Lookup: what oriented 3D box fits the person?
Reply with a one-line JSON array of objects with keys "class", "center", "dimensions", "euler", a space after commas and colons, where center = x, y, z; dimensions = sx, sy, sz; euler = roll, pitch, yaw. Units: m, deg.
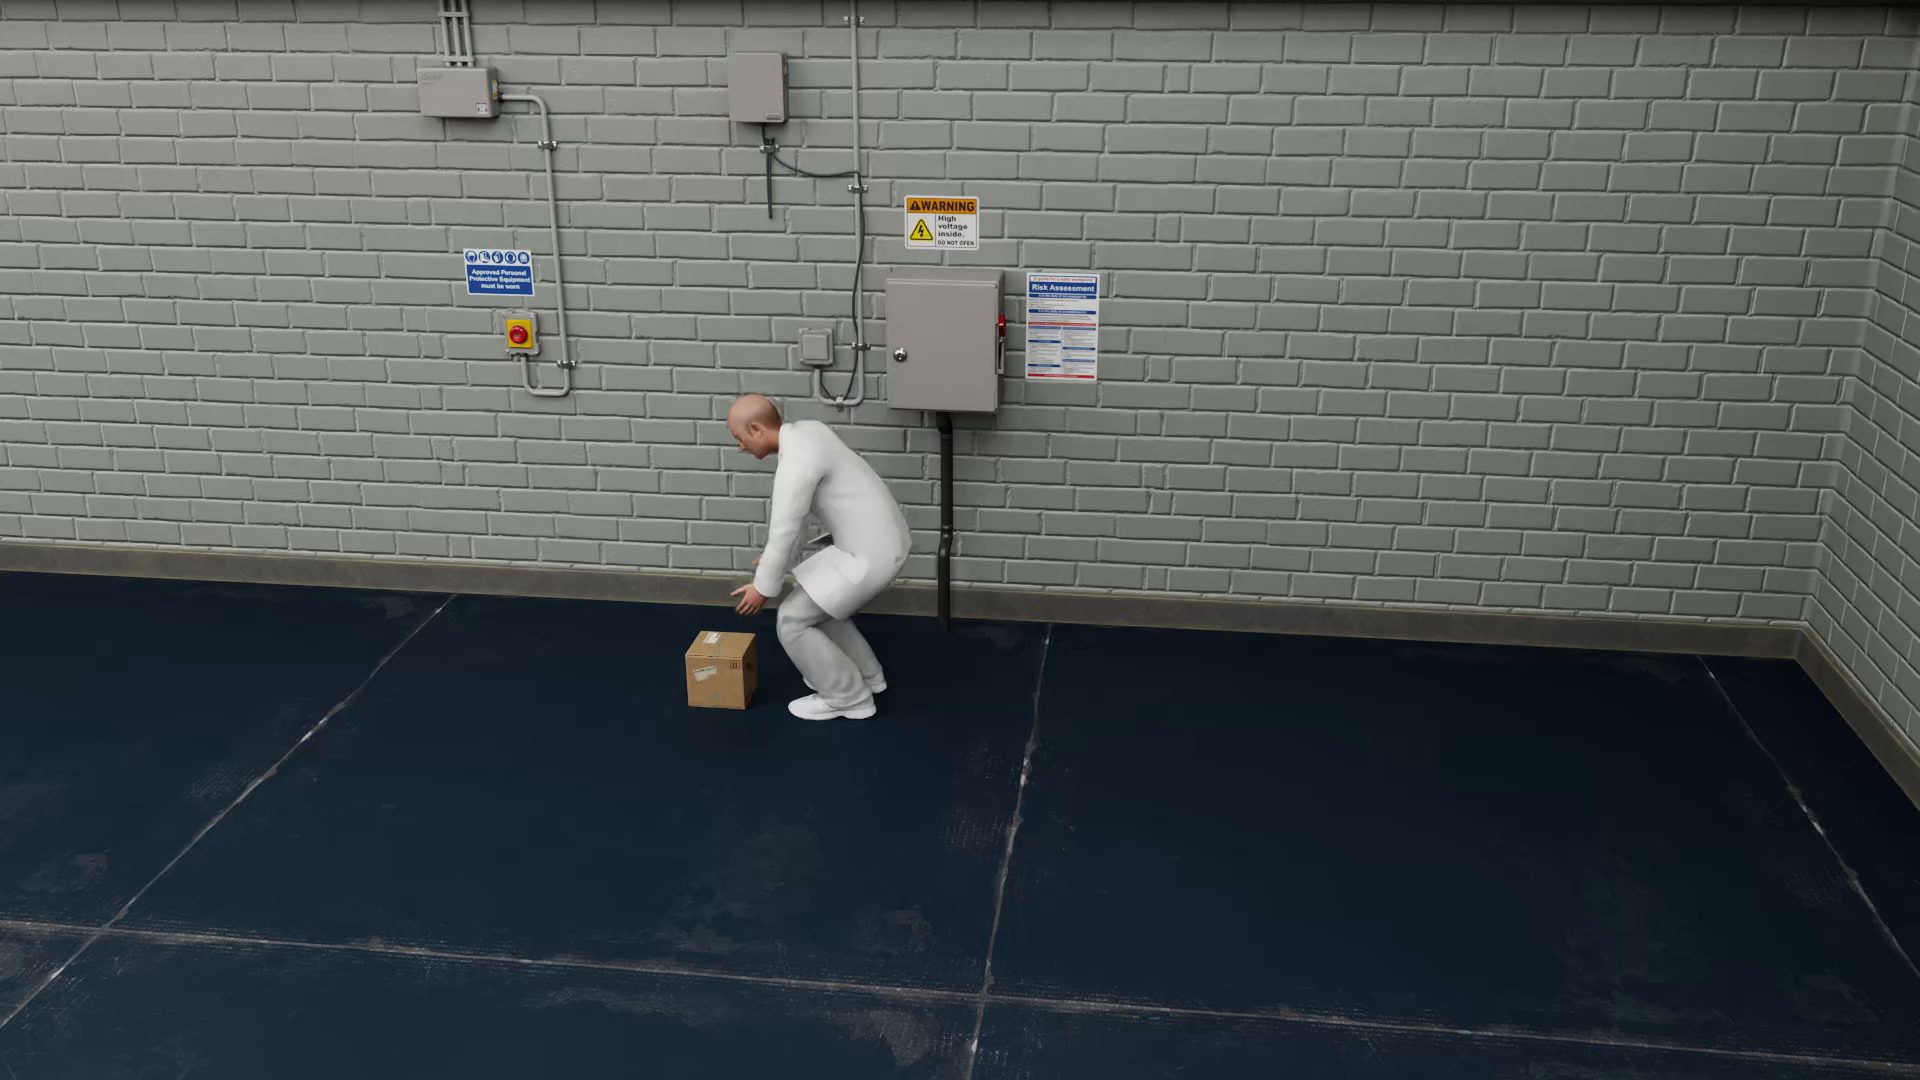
[{"class": "person", "center": [-0.578, 0.074, 6.974], "dimensions": [0.737, 1.380, 0.633], "euler": [2, 21, 6]}]
